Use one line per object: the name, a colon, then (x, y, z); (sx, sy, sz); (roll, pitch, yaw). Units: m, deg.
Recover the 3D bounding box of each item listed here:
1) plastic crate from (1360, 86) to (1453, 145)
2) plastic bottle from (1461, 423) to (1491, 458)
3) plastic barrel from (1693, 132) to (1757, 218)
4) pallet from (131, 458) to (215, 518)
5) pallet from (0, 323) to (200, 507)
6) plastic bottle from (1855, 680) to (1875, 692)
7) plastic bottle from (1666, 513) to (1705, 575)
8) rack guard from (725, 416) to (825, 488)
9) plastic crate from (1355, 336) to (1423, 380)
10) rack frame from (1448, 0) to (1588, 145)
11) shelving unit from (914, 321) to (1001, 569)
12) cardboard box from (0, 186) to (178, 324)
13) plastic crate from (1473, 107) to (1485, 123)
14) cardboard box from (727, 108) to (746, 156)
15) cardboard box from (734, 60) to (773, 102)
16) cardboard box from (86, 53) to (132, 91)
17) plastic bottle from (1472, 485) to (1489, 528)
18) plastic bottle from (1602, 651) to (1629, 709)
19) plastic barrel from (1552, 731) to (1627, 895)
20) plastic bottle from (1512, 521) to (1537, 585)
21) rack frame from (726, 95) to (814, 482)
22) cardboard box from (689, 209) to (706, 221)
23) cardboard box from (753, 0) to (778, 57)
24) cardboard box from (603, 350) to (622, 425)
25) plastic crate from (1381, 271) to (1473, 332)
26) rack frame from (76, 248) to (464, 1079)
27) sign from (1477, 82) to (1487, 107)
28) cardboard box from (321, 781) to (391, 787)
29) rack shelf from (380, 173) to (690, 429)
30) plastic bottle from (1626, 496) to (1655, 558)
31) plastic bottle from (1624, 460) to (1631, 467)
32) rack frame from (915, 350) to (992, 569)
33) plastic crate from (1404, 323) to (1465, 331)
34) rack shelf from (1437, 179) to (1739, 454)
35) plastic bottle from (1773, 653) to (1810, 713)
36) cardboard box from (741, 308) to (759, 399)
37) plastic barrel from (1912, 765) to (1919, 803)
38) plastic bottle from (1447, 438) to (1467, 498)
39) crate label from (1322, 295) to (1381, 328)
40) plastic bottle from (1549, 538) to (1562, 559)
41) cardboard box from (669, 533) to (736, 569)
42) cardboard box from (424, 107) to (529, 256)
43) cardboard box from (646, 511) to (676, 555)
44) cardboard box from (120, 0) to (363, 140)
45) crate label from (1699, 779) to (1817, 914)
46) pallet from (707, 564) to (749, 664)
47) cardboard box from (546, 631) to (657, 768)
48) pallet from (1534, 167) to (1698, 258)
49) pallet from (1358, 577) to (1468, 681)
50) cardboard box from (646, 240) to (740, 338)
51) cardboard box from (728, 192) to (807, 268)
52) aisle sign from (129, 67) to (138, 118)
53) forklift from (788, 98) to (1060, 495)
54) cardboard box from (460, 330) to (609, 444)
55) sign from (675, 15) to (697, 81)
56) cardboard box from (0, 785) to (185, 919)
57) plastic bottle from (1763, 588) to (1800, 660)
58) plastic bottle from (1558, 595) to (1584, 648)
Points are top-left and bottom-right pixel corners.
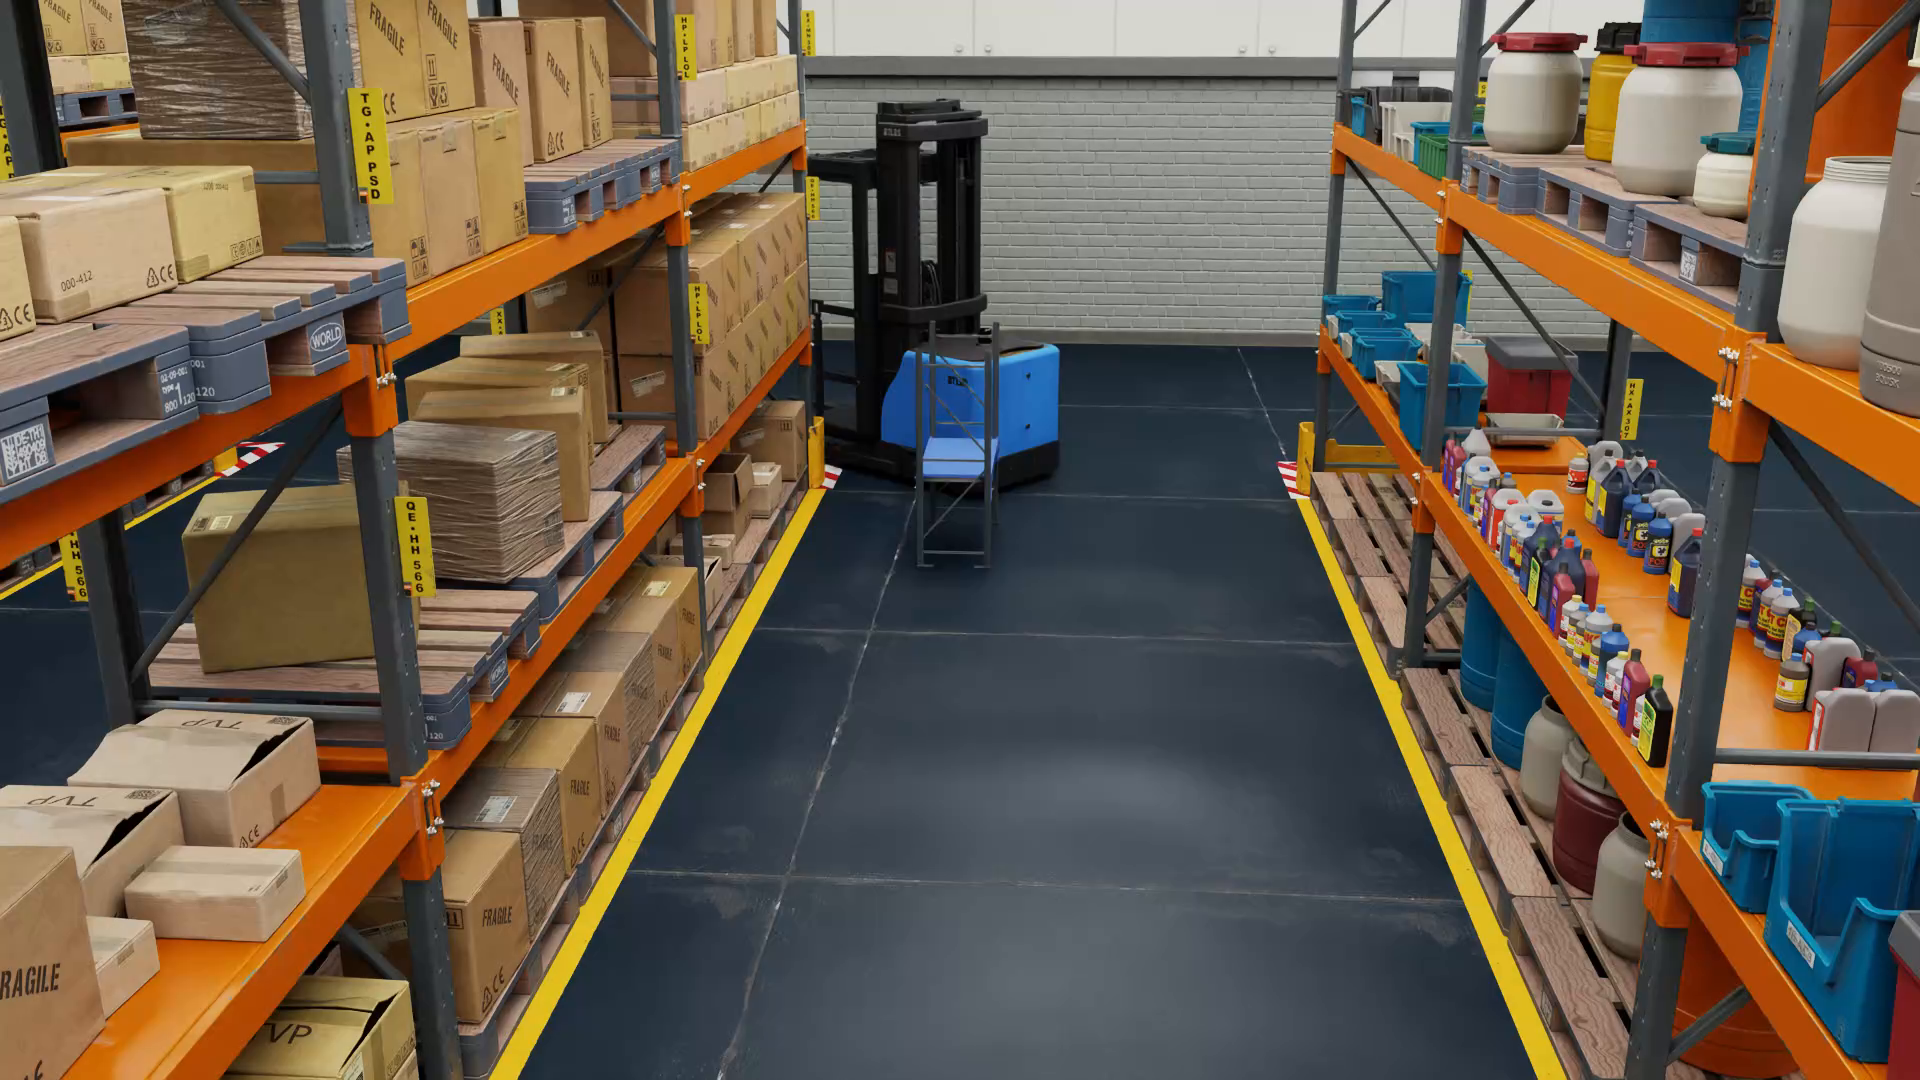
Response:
plastic crate: (2.882, -2.738, 10.745); (0.504, 0.338, 0.767); (1, 18, 4)
plastic bottle: (2.628, -0.430, 8.499); (0.144, 0.351, 0.185); (1, 18, 4)
plastic barrel: (2.623, -1.222, 5.565); (0.301, 0.262, 0.301); (0, 18, 0)
pallet: (-6.595, -0.457, 12.978); (1.003, 0.211, 1.213); (1, 18, 4)
pallet: (-2.285, -0.213, 3.243); (1.003, 0.211, 1.213); (2, 18, 6)
plastic bottle: (3.088, 0.575, 5.669); (0.097, 0.201, 0.097); (0, 18, 0)
plastic bottle: (3.185, 0.004, 7.293); (0.152, 0.276, 0.135); (1, 18, 4)
rack guard: (-1.680, -0.711, 13.290); (1.175, 0.500, 0.348); (1, 18, 4)
plastic crate: (2.804, -1.188, 10.905); (0.416, 0.233, 0.300); (1, 18, 4)
rack frame: (2.979, -3.419, 7.907); (1.000, 3.000, 0.127); (1, 18, 4)
shelving unit: (-0.006, -0.686, 11.609); (0.538, 1.500, 1.048); (1, 18, 4)
cardboard box: (-2.244, -0.686, 3.949); (0.500, 0.250, 0.500); (2, 18, 5)
plastic crate: (3.480, -2.823, 11.244); (0.450, 0.188, 0.336); (1, 18, 4)
cardboard box: (-1.603, -2.490, 10.130); (0.500, 0.250, 0.500); (1, 18, 4)
cardboard box: (-1.532, -3.039, 11.000); (0.500, 0.250, 0.500); (1, 18, 4)
cardboard box: (-6.404, -3.400, 12.070); (0.500, 0.250, 0.500); (2, 18, 6)
plastic bottle: (2.497, -0.160, 7.912); (0.097, 0.201, 0.097); (0, 18, 0)
plastic bottle: (2.346, 0.496, 5.912); (0.097, 0.201, 0.097); (0, 18, 0)
plastic barrel: (2.791, 1.117, 6.895); (0.600, 0.588, 0.708); (1, 18, 4)
plastic bottle: (2.440, 0.053, 7.150); (0.097, 0.271, 0.097); (0, 18, 0)
rack frame: (-1.675, -1.923, 12.973); (1.000, 3.000, 0.127); (1, 18, 4)
cardboard box: (-2.040, -1.995, 11.429); (0.500, 0.500, 0.500); (2, 18, 5)
cardboard box: (-1.695, -3.711, 11.847); (0.700, 0.500, 0.500); (1, 18, 4)
cardboard box: (-2.181, -0.889, 9.657); (0.500, 0.500, 0.500); (2, 18, 5)
plastic crate: (3.428, -1.748, 12.287); (0.616, 0.435, 0.499); (1, 18, 4)
rack frame: (-2.248, 0.562, 5.390); (1.000, 3.000, 0.127); (1, 18, 4)
sign: (3.816, -3.179, 12.159); (0.100, 0.325, 0.005); (1, 18, 4)
cardboard box: (-2.415, 0.871, 6.550); (0.500, 0.250, 0.500); (2, 18, 6)
rack shelf: (-2.105, -1.143, 6.931); (1.077, 0.370, 4.000); (1, 18, 4)
plastic bottle: (3.075, -0.063, 7.504); (0.097, 0.271, 0.097); (0, 18, 0)
plastic bottle: (3.247, -0.266, 8.118); (0.152, 0.276, 0.135); (1, 18, 4)
rack frame: (-0.043, -0.528, 11.127); (0.500, 1.500, 0.032); (1, 18, 4)
plastic crate: (3.388, -1.457, 11.879); (0.396, 0.136, 0.243); (1, 18, 4)
rack shelf: (2.836, -1.031, 6.590); (1.077, 0.370, 4.000); (1, 18, 4)
plastic bottle: (2.953, 0.500, 5.898); (0.097, 0.201, 0.097); (0, 18, 0)
cardboard box: (-1.581, -1.194, 10.590); (0.500, 0.500, 0.500); (1, 18, 4)
plastic barrel: (2.961, 0.760, 4.568); (0.600, 0.536, 0.708); (1, 18, 4)
plastic bottle: (2.518, -0.367, 8.414); (0.061, 0.283, 0.133); (1, 18, 4)
crate label: (2.920, -1.690, 12.437); (0.416, 0.233, 0.303); (1, 18, 4)
plastic bottle: (2.461, 0.142, 6.861); (0.061, 0.283, 0.133); (1, 18, 4)
cardboard box: (-1.663, 0.063, 10.758); (0.380, 0.166, 0.250); (1, 18, 4)
cardboard box: (-2.177, -1.367, 6.300); (0.910, 0.500, 0.500); (1, 18, 4)
cardboard box: (-2.150, -0.028, 10.802); (0.500, 0.311, 0.500); (1, 18, 4)
cardboard box: (-2.211, -1.521, 5.165); (0.500, 0.500, 0.500); (1, 18, 4)
crate label: (2.288, 0.876, 4.702); (0.303, 0.233, 0.416); (1, 18, 4)
pallet: (-1.911, 0.432, 10.267); (1.003, 0.211, 1.213); (1, 18, 4)
cardboard box: (-1.791, 0.767, 8.072); (0.500, 0.500, 0.500); (2, 18, 5)
pallet: (2.942, -1.306, 6.578); (1.003, 0.211, 1.213); (1, 18, 4)
pallet: (2.993, 0.527, 9.975); (1.003, 0.211, 1.213); (1, 18, 4)
cardboard box: (-1.610, -1.503, 9.927); (0.500, 0.500, 0.500); (1, 18, 2)
cardboard box: (-1.432, -2.301, 12.361); (0.500, 0.500, 0.500); (1, 18, 3)
aisle sign: (-6.311, -3.283, 12.950); (0.394, 0.787, 0.004); (1, 18, 4)
forklift: (-0.631, -2.110, 13.654); (3.031, 2.935, 1.130); (16, 24, 39)
cardboard box: (-2.218, -0.785, 8.667); (0.700, 0.500, 0.500); (-5, 19, -15)
sign: (-1.408, -2.527, 8.538); (0.100, 0.325, 0.005); (1, 18, 4)
cardboard box: (-2.505, 0.878, 4.570); (0.500, 0.311, 0.500); (1, 18, 3)
plastic bottle: (3.141, 0.316, 6.349); (0.097, 0.271, 0.097); (0, 18, 0)
plastic bottle: (2.388, 0.314, 6.466); (0.097, 0.201, 0.097); (0, 18, 0)
